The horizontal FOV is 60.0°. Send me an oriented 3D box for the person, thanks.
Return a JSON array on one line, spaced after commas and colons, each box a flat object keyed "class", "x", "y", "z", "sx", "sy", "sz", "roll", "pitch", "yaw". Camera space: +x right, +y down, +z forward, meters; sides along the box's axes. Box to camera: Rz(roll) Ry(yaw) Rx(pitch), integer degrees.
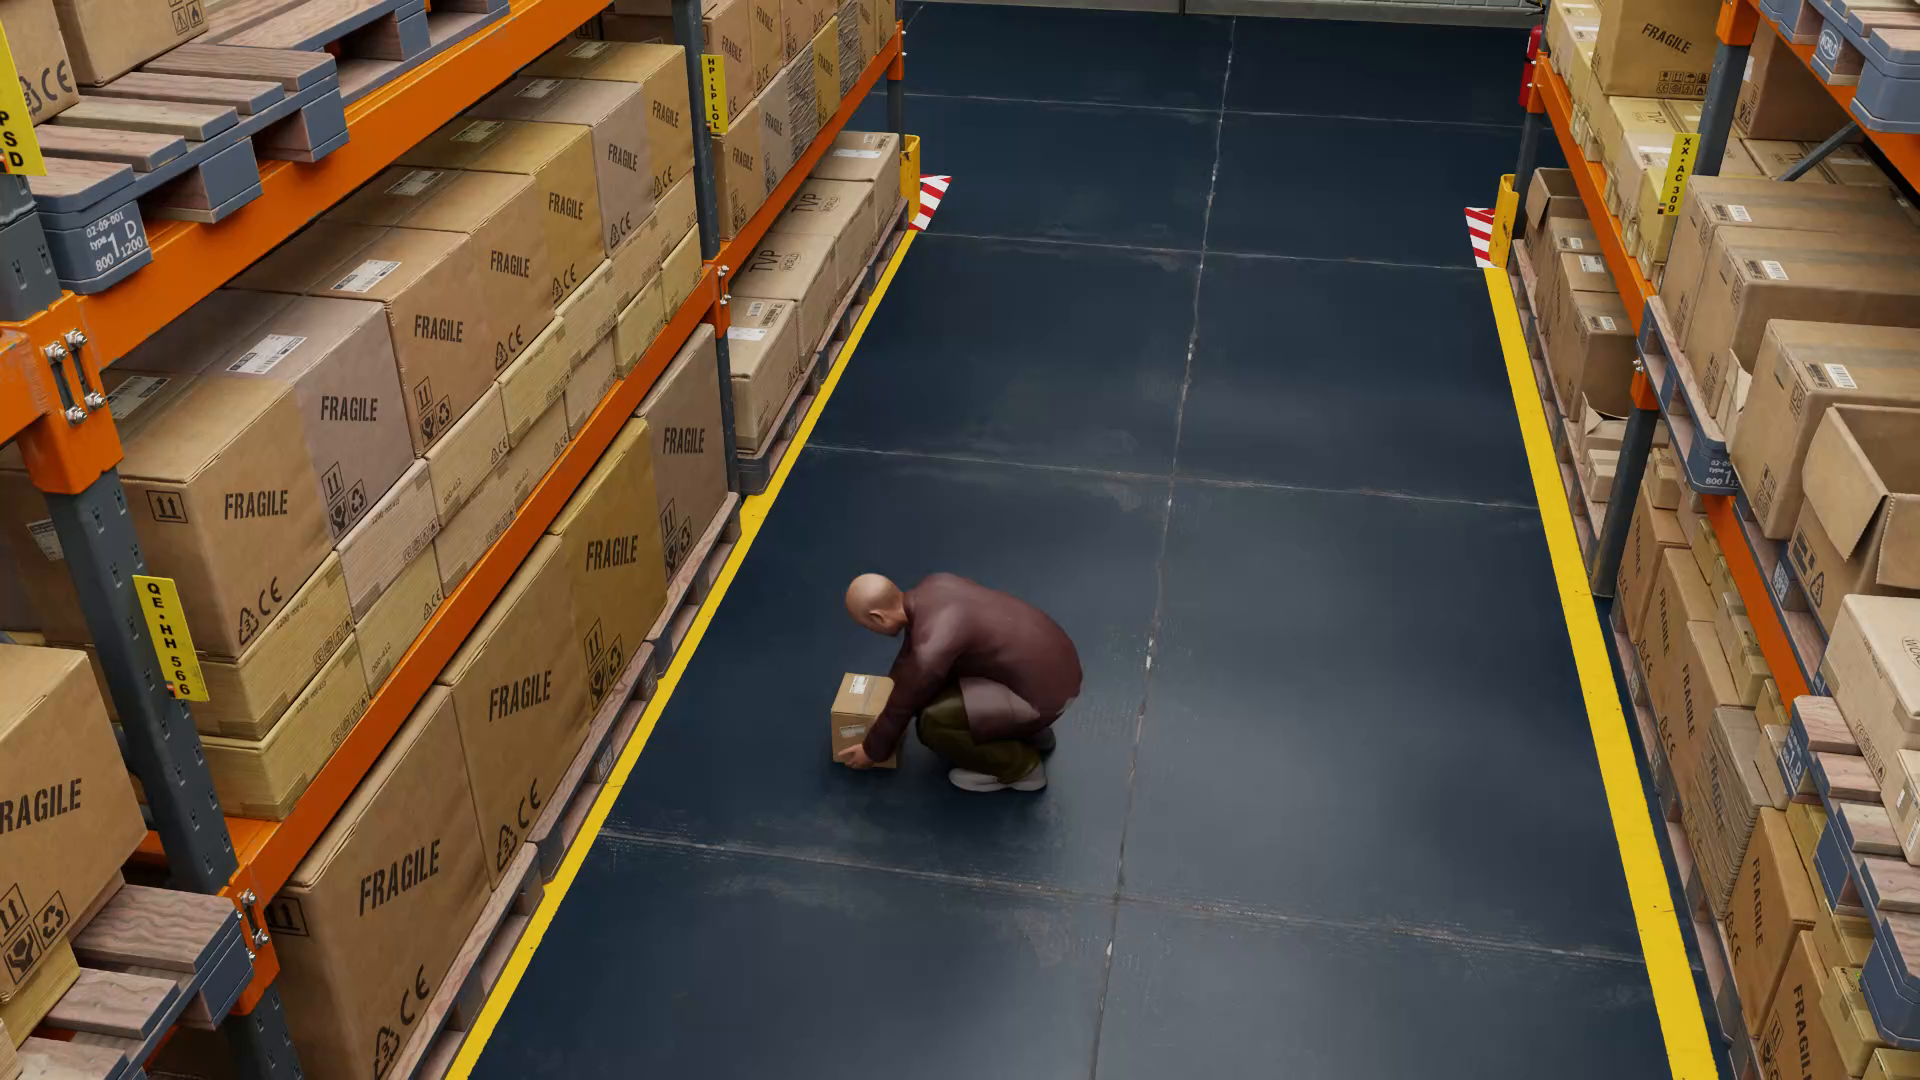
[{"class": "person", "x": 0.005, "y": 0.532, "z": 6.282, "sx": 0.911, "sy": 0.828, "sz": 0.587, "roll": 5, "pitch": 32, "yaw": 8}]
